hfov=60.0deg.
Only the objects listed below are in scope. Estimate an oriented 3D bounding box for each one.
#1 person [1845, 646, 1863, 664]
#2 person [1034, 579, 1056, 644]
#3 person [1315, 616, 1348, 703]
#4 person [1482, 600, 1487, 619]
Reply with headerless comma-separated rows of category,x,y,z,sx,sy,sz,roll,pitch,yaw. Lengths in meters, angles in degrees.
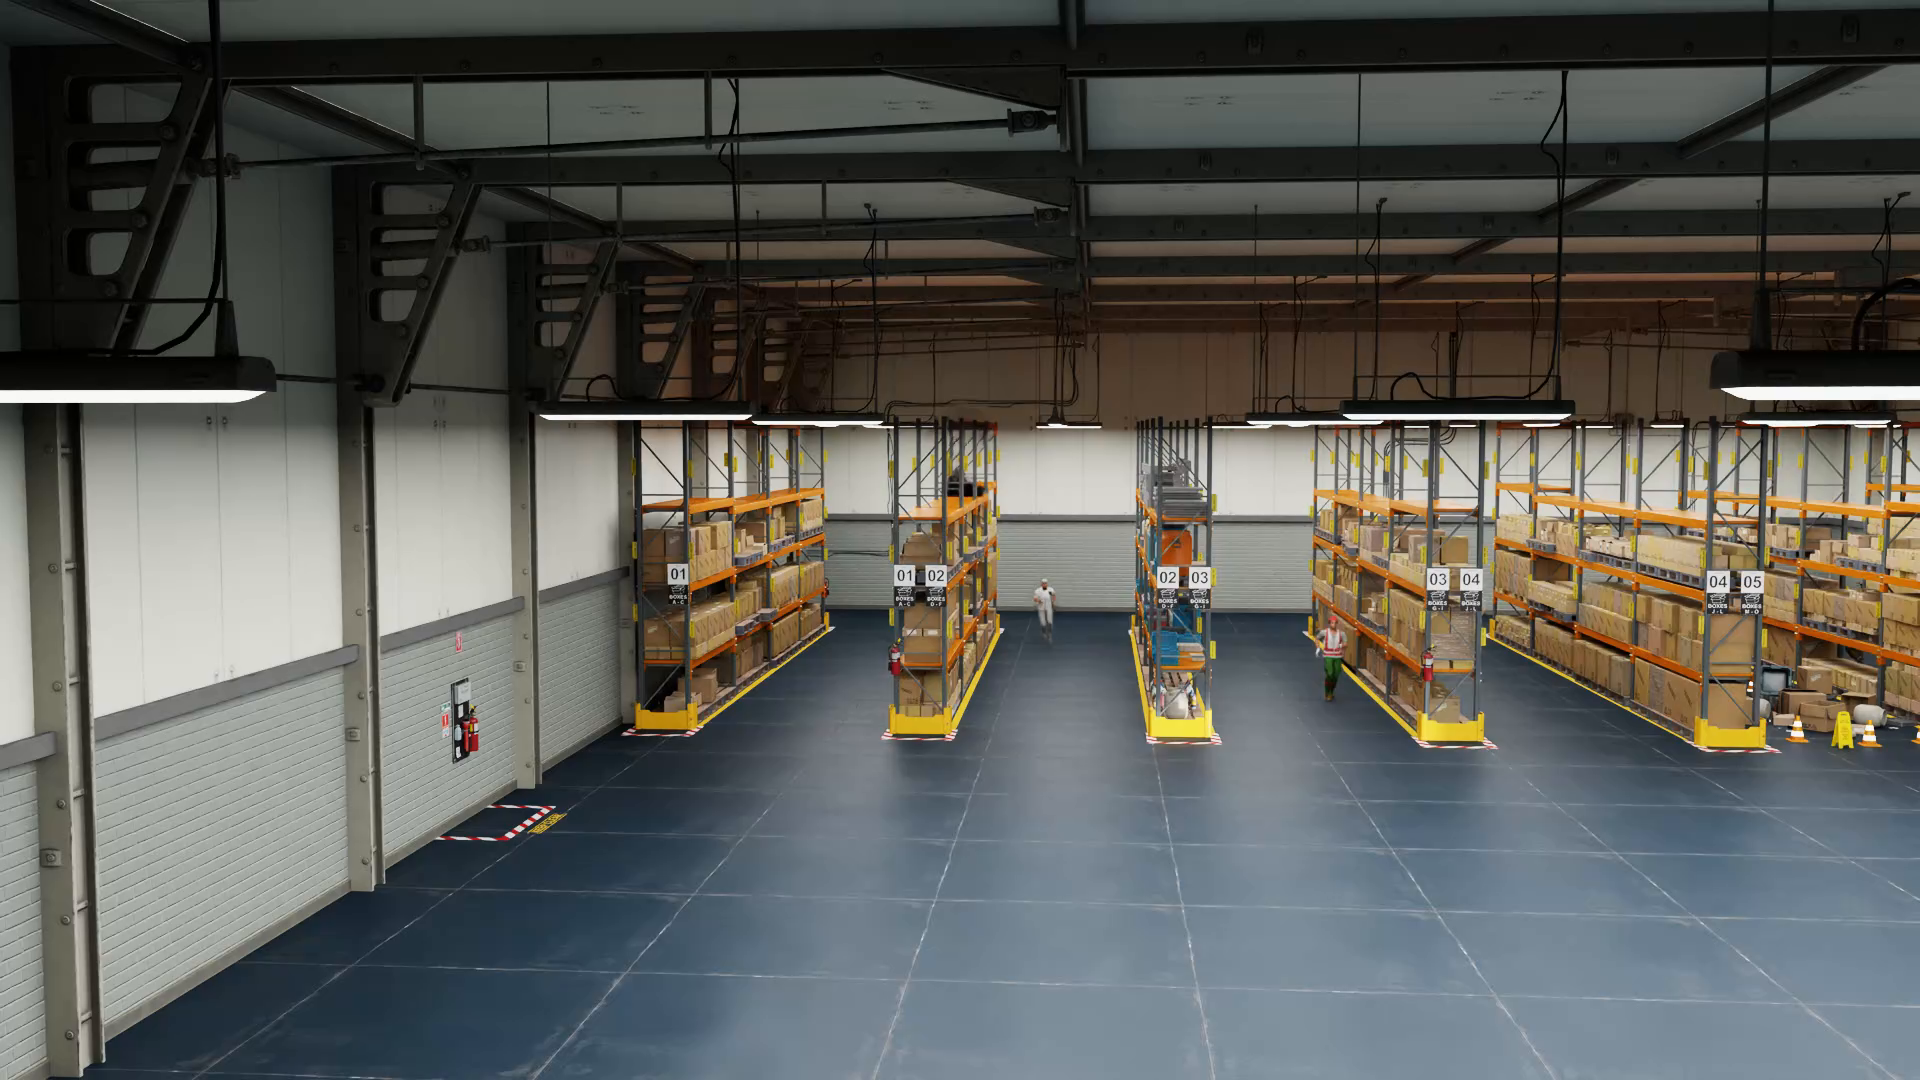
person,21.386,2.312,39.624,0.707,1.659,0.551,0,4,4
person,2.234,1.874,43.765,0.593,1.716,0.698,0,4,2
person,7.899,2.527,35.285,0.647,1.823,0.741,0,4,-3
person,13.426,2.079,43.273,0.551,1.637,0.557,0,4,7
